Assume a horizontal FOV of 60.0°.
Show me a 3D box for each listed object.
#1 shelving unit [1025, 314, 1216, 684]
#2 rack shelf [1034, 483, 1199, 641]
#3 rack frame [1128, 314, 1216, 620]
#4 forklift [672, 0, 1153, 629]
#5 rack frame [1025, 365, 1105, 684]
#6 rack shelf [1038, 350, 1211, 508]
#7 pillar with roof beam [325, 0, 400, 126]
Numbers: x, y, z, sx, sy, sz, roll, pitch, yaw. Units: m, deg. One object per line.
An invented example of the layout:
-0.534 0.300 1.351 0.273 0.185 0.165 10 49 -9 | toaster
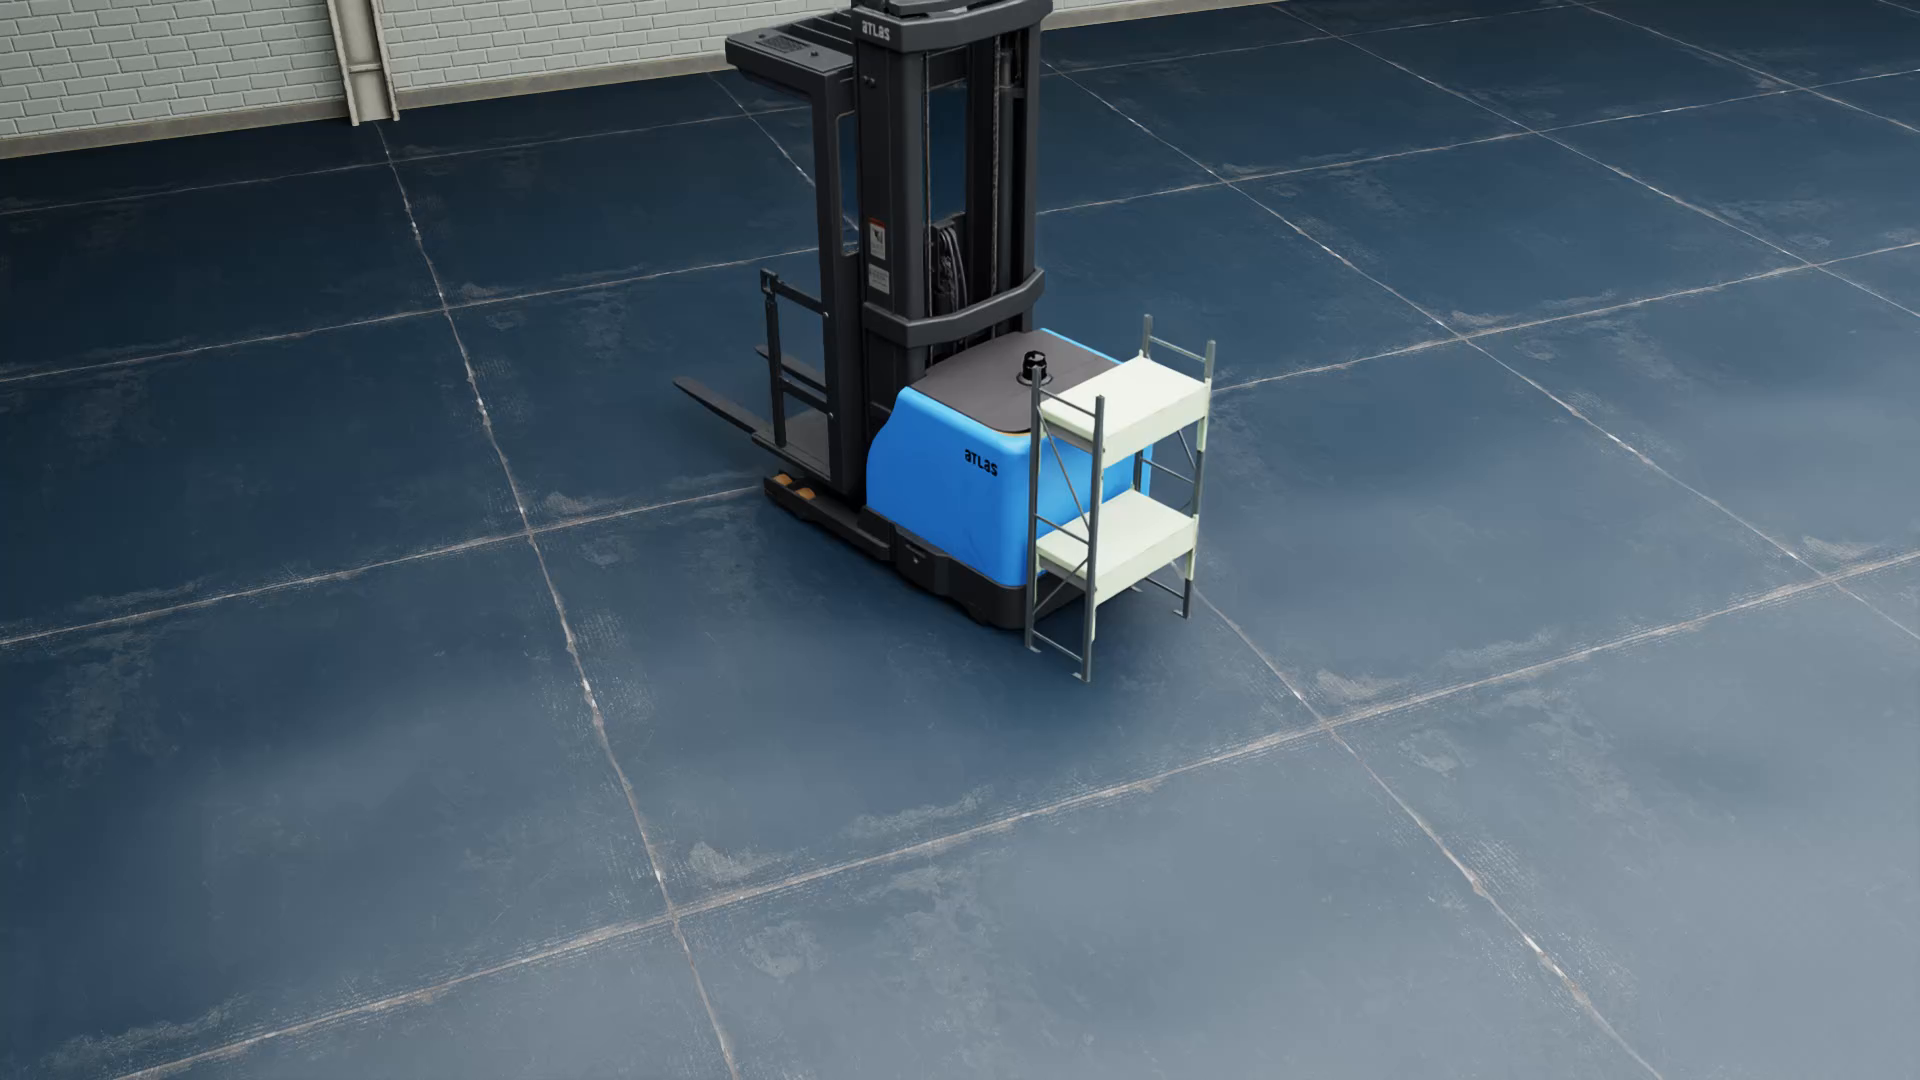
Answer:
0.721 -0.181 7.653 0.755 1.500 0.431 -28 42 -36 | shelving unit
0.721 0.092 7.831 0.720 0.370 0.431 -28 42 -36 | rack shelf
0.984 -0.320 7.867 0.023 1.500 0.400 -28 42 -36 | rack frame
-0.414 -1.513 8.388 1.130 2.935 3.031 -27 42 -35 | forklift
0.457 -0.043 7.440 0.023 1.500 0.400 -28 42 -36 | rack frame
0.721 -0.508 7.440 0.720 0.370 0.431 -28 42 -36 | rack shelf
-3.391 -5.256 8.577 0.400 9.000 9.100 -13 35 -19 | pillar with roof beam
